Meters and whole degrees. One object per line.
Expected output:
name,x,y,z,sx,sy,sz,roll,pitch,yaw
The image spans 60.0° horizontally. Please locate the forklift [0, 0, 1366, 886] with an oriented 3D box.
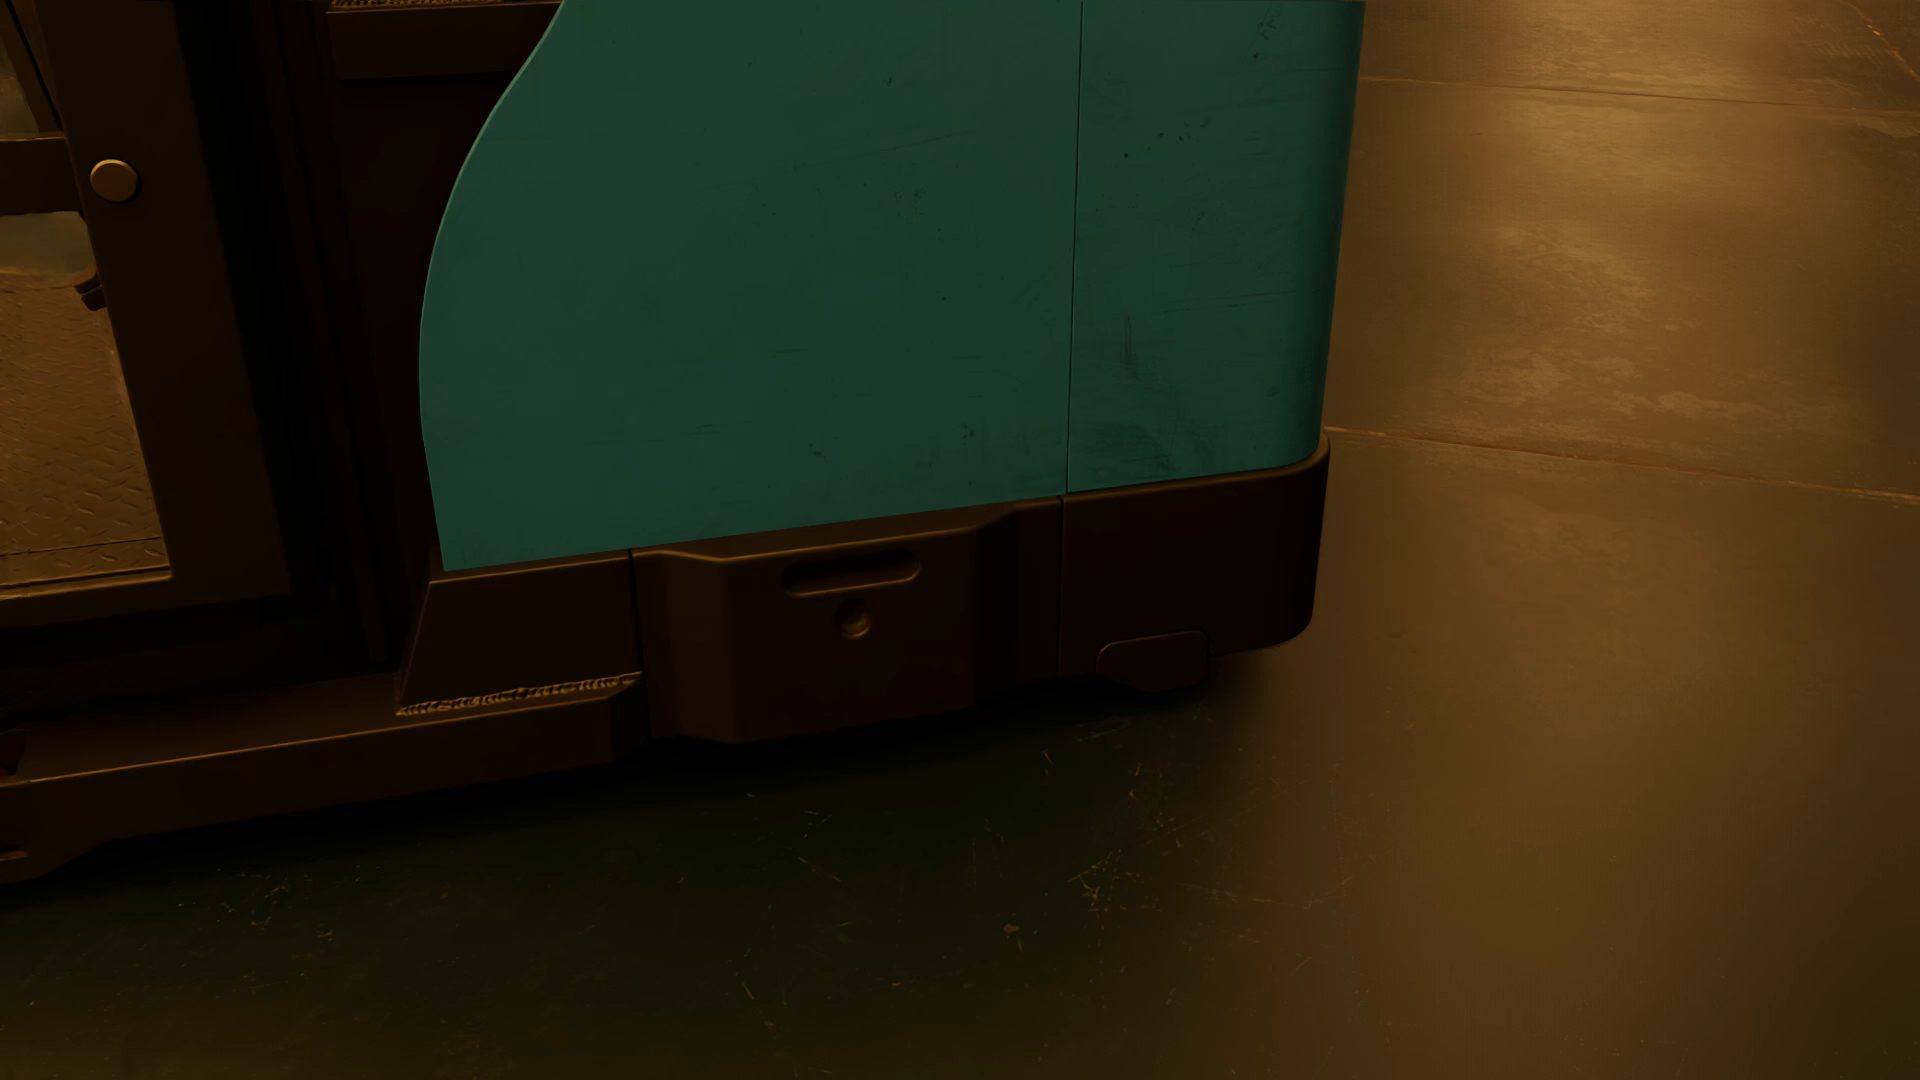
forklift,-1.118,-1.161,1.551,3.031,2.935,1.130,-7,28,-14
